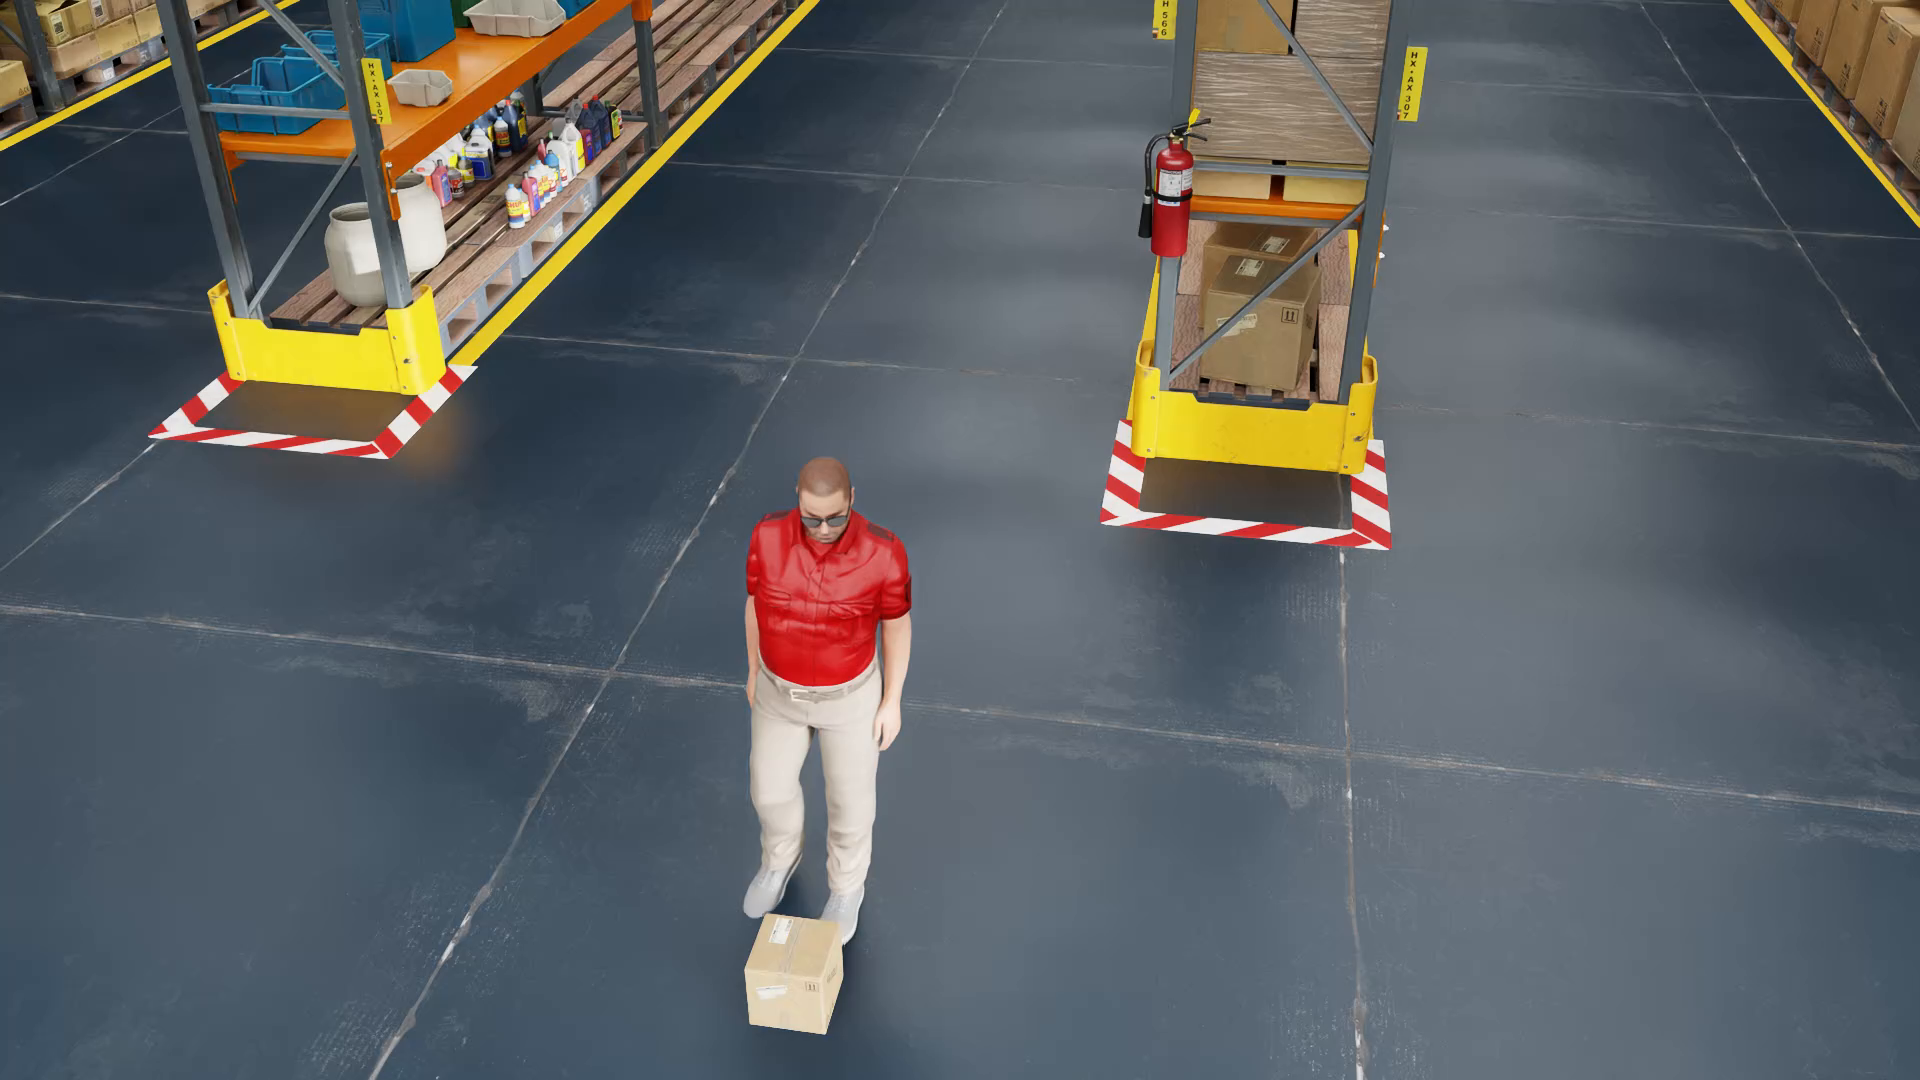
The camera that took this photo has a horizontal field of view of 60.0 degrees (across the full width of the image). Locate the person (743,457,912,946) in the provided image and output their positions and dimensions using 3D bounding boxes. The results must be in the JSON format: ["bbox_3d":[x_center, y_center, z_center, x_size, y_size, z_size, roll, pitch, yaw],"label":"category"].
[{"bbox_3d":[-0.460,0.548,5.308,0.589,1.786,0.463,5,33,8],"label":"person"}]
